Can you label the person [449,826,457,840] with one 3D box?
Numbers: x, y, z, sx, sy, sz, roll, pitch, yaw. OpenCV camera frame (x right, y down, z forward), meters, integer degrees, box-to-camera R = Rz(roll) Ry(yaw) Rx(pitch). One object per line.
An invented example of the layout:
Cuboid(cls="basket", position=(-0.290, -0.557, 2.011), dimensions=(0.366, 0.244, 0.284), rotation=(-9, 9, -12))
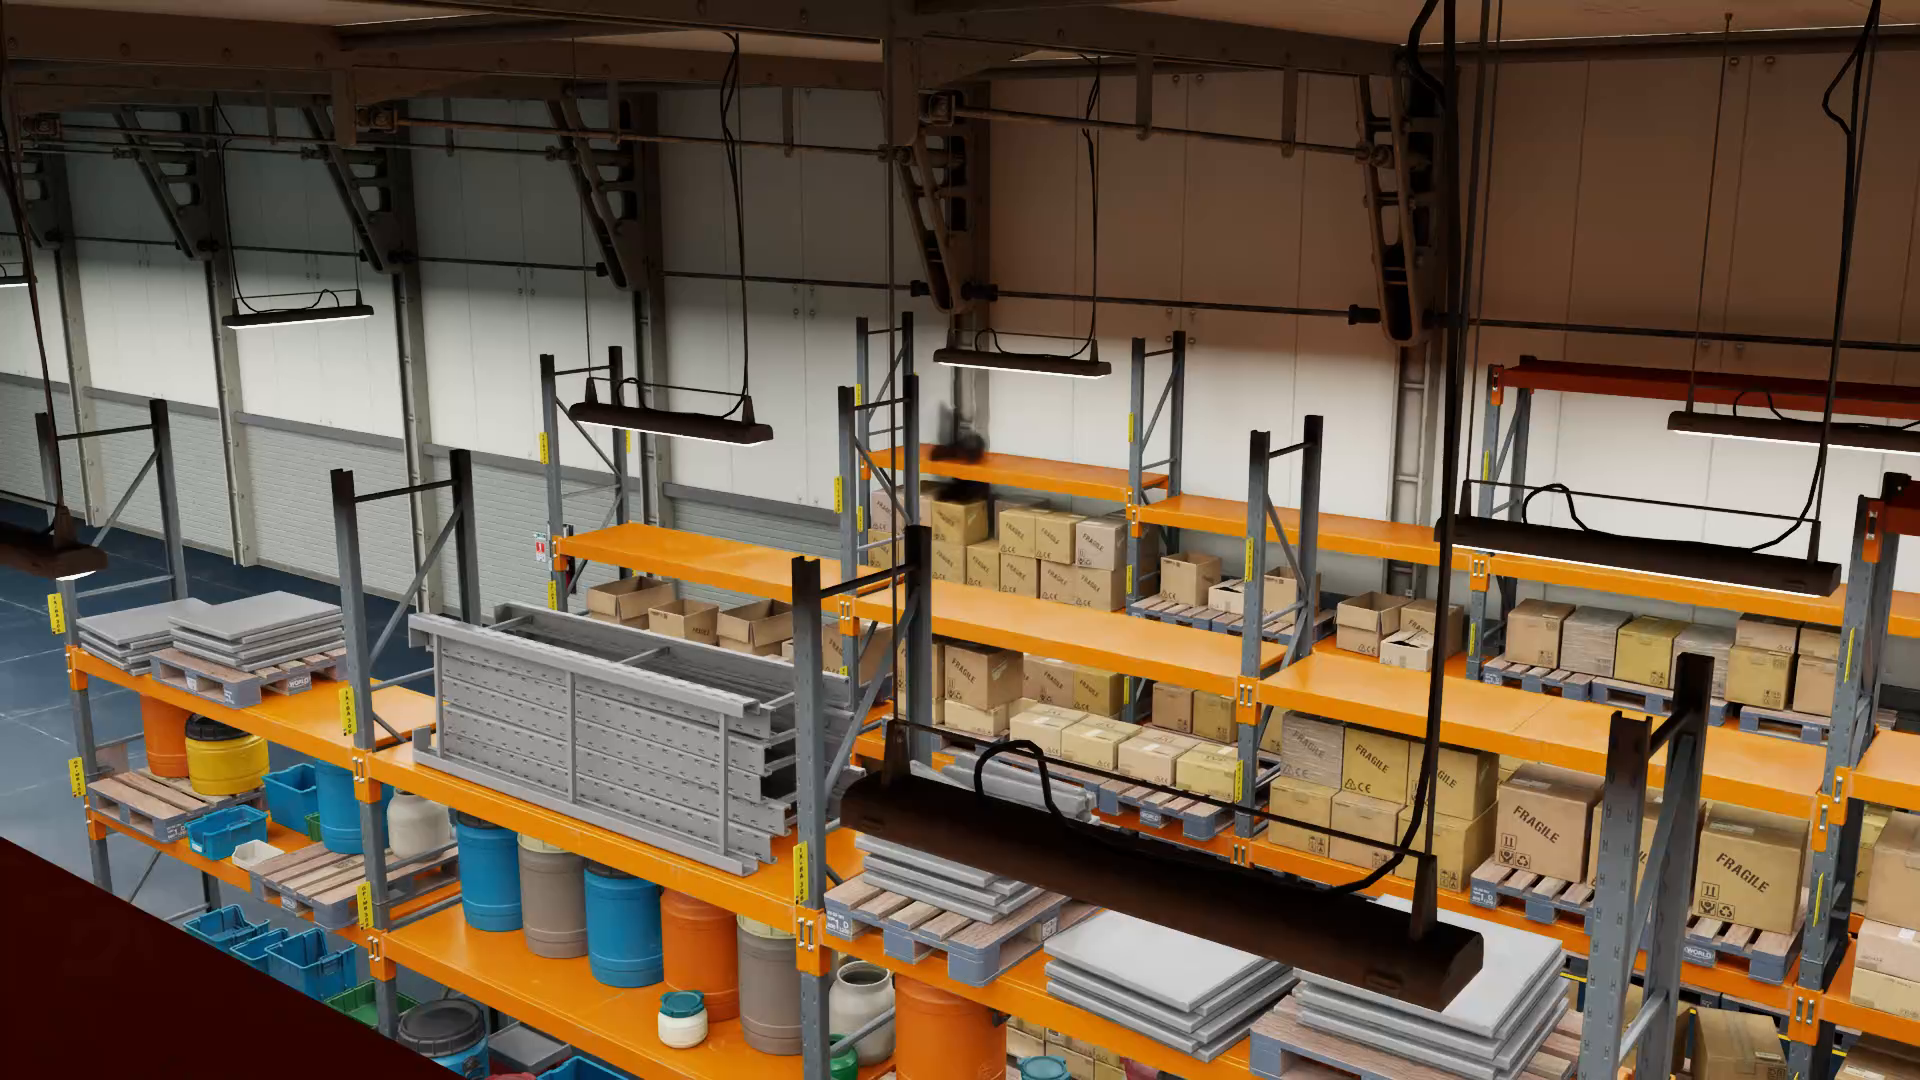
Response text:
Cuboid(cls="person", position=(-6.108, 2.920, 18.741), dimensions=(1.041, 1.817, 0.726), rotation=(-6, 14, -23))
